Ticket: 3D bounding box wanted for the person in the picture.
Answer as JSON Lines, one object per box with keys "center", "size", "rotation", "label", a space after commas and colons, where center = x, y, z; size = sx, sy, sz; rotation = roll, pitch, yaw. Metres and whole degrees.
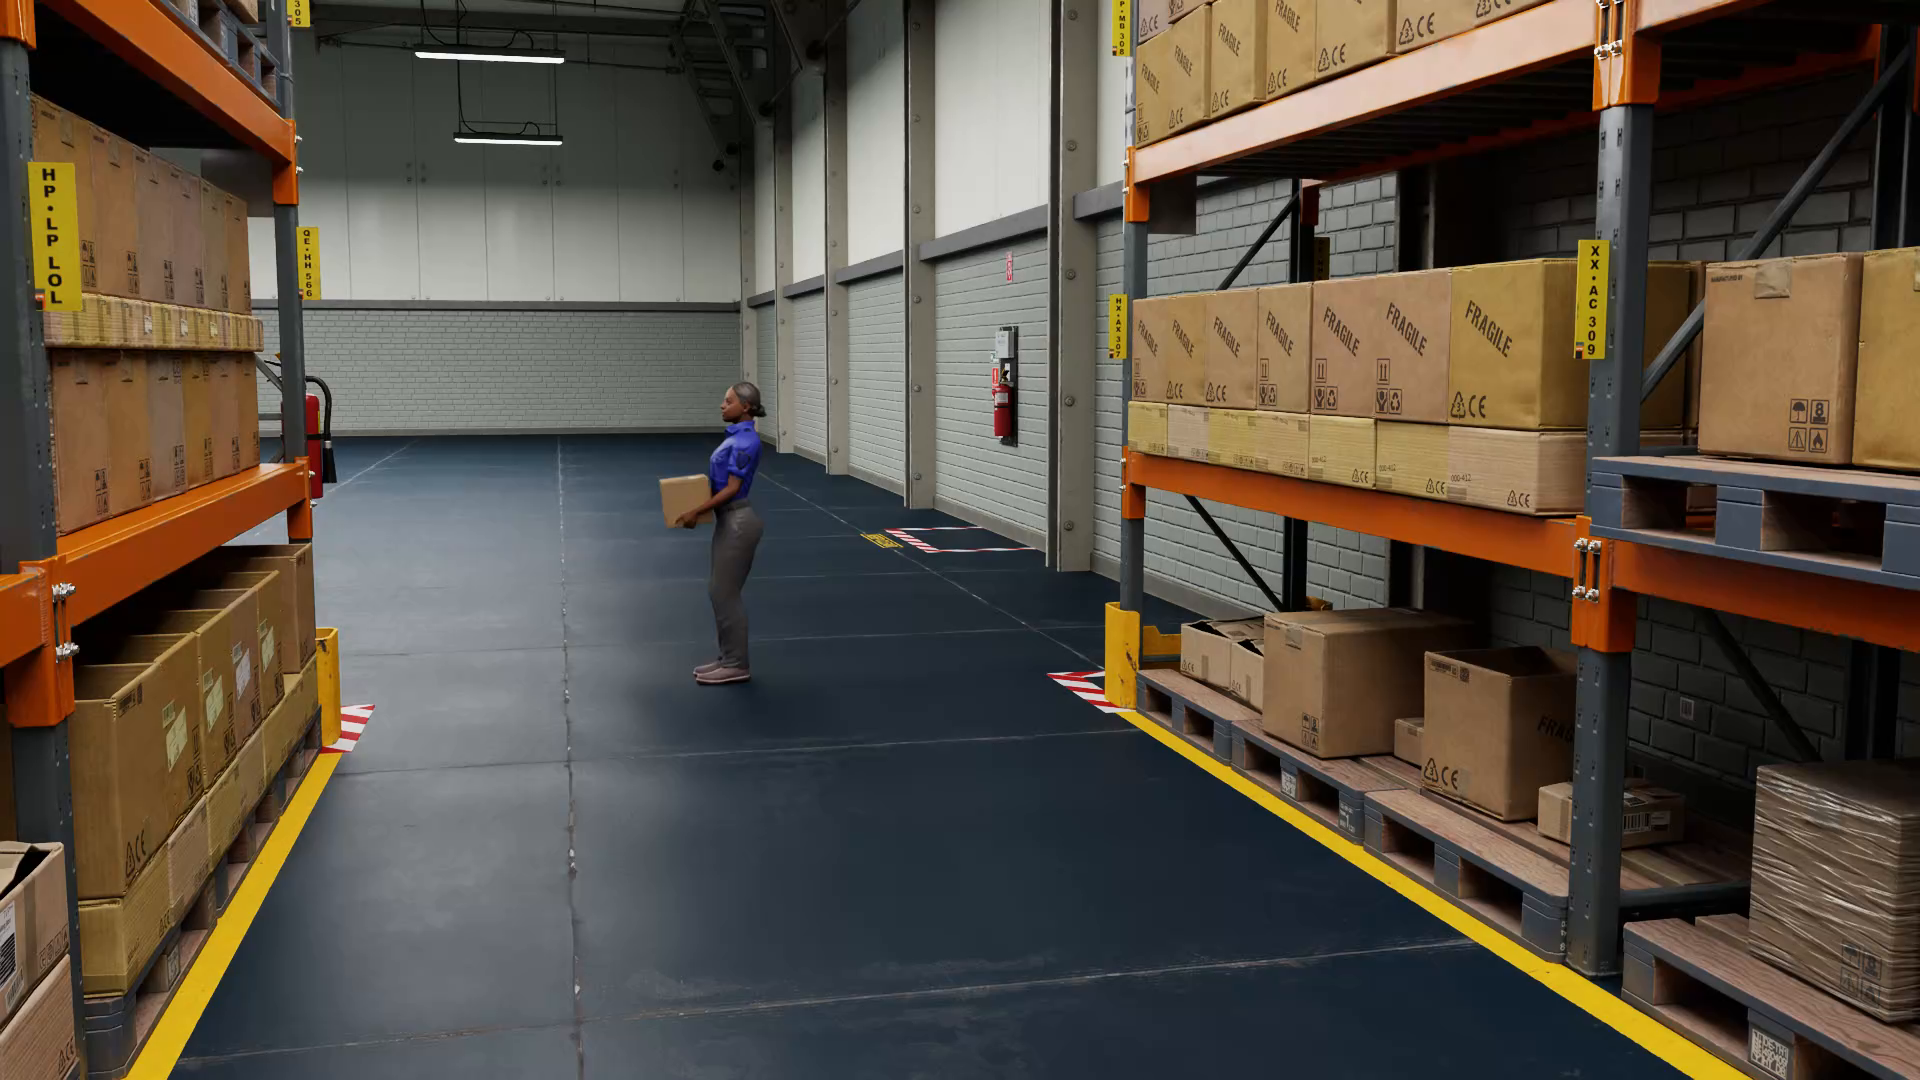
{"center": [-1.318, -0.044, 9.161], "size": [0.517, 1.648, 0.451], "rotation": [-1, 6, -13], "label": "person"}
